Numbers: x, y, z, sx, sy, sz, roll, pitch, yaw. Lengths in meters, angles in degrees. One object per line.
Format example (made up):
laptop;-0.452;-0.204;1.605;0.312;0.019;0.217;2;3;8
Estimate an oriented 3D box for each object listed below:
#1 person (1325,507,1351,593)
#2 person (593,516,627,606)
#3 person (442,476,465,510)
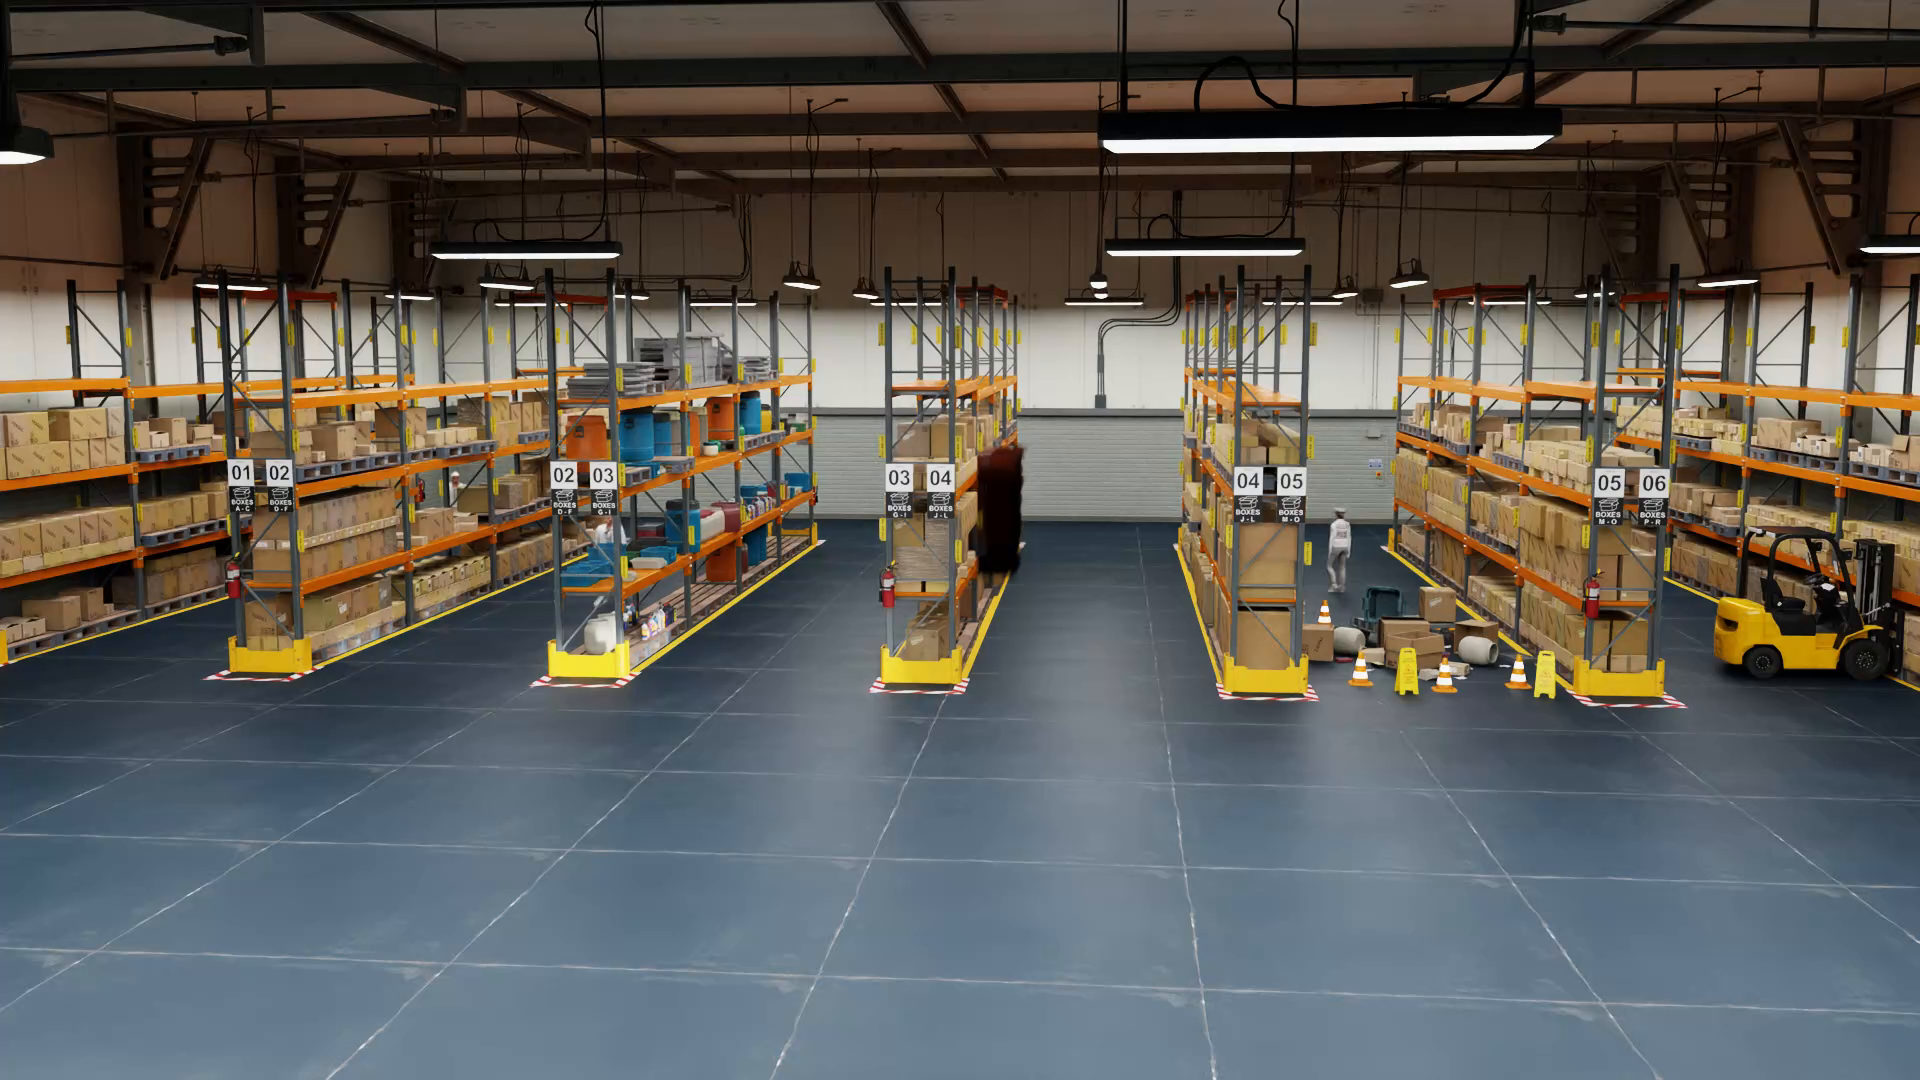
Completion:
person;7.471;0.207;32.788;0.518;1.713;0.359;-3;8;-22
person;-6.618;0.322;31.289;0.708;1.719;1.102;1;7;6
person;-12.278;-0.767;40.399;0.523;1.680;1.055;0;7;0
